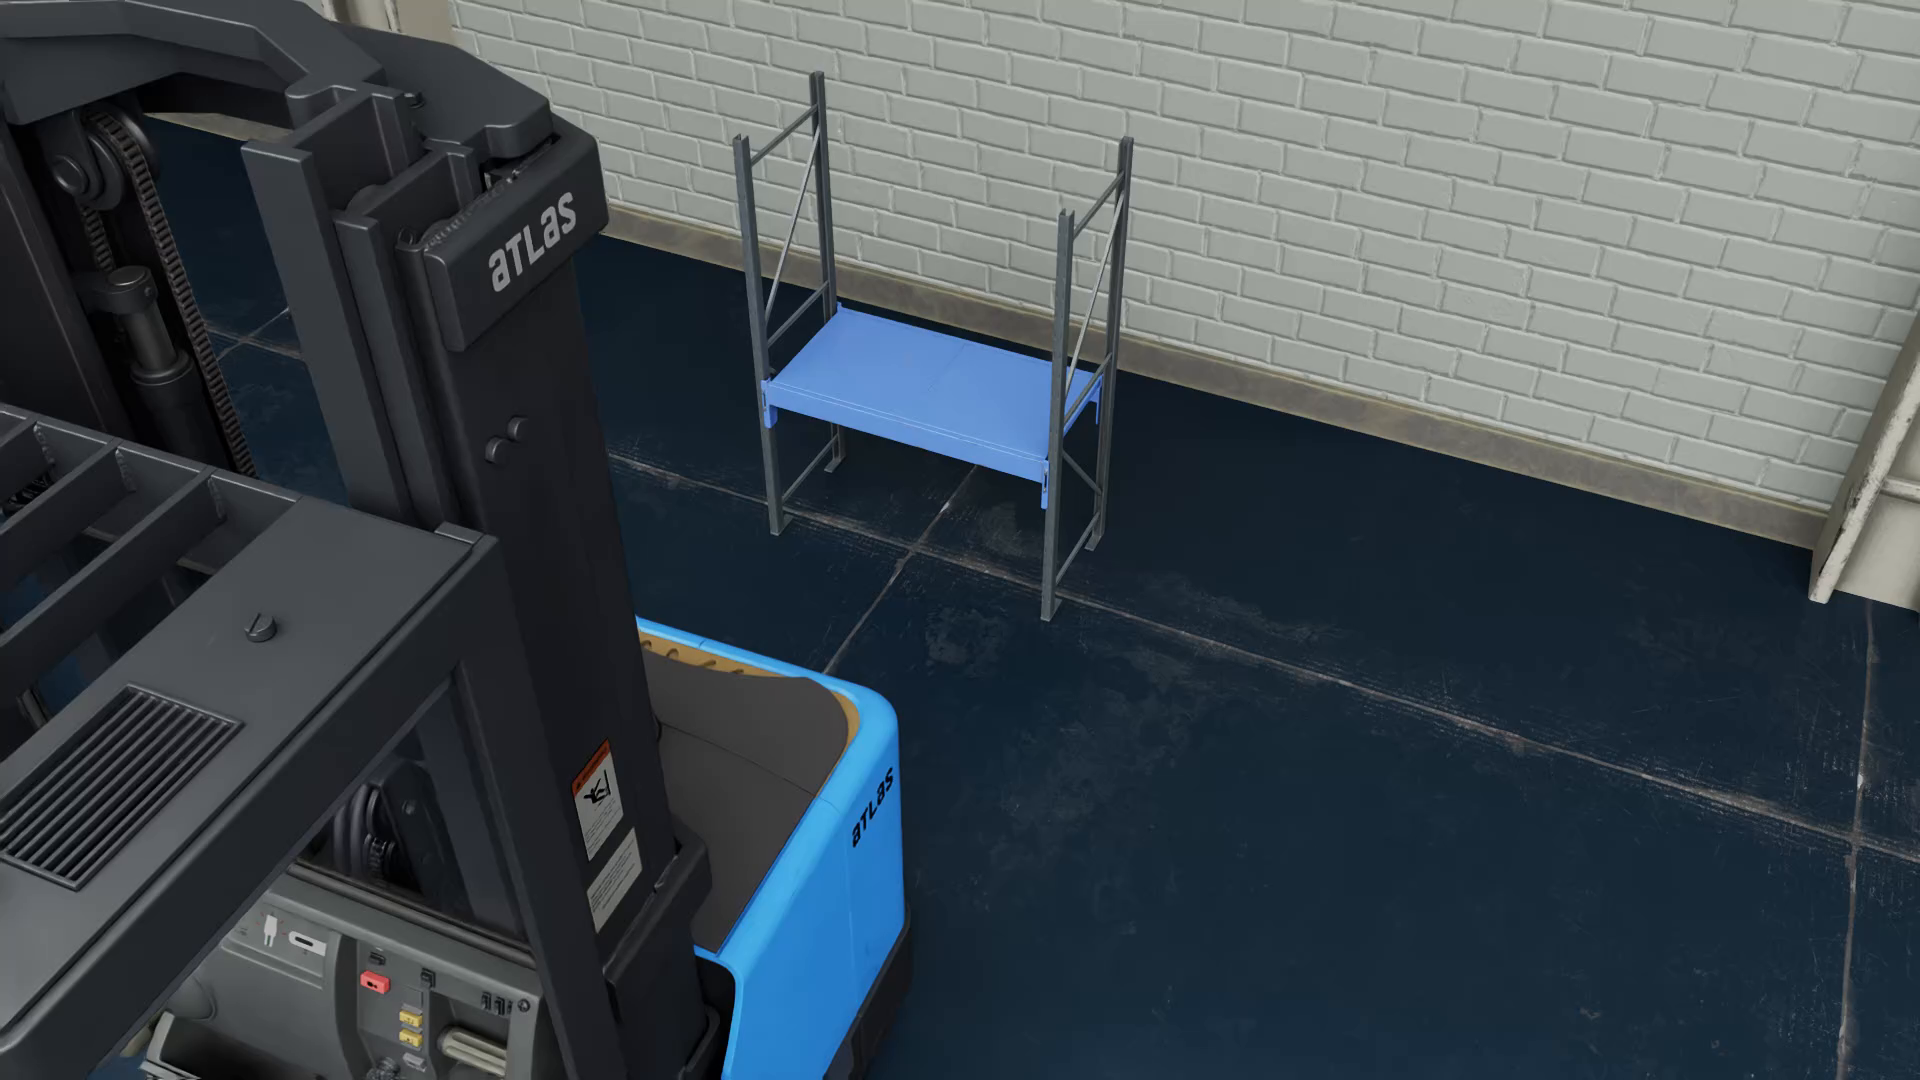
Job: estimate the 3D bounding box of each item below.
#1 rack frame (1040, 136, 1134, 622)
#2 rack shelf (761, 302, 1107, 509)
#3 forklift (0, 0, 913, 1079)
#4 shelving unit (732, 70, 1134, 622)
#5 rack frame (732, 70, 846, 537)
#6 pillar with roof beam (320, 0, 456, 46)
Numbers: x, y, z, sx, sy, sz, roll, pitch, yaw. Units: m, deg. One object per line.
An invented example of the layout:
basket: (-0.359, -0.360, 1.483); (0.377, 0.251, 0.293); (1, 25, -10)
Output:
rack frame: (0.383, -0.450, 5.124); (0.032, 1.500, 0.500); (17, 44, 19)
rack shelf: (-0.077, -0.454, 5.404); (1.000, 0.185, 0.538); (17, 44, 19)
forklift: (-1.159, 0.820, 2.566); (1.130, 2.935, 3.031); (15, 43, 17)
shelving unit: (-0.077, -0.590, 5.286); (1.048, 1.500, 0.538); (17, 44, 19)
rack frame: (-0.538, -0.731, 5.448); (0.032, 1.500, 0.500); (17, 44, 19)
pillar with roof beam: (-4.196, -2.347, 1.587); (0.400, 9.000, 9.100); (17, 44, 19)
